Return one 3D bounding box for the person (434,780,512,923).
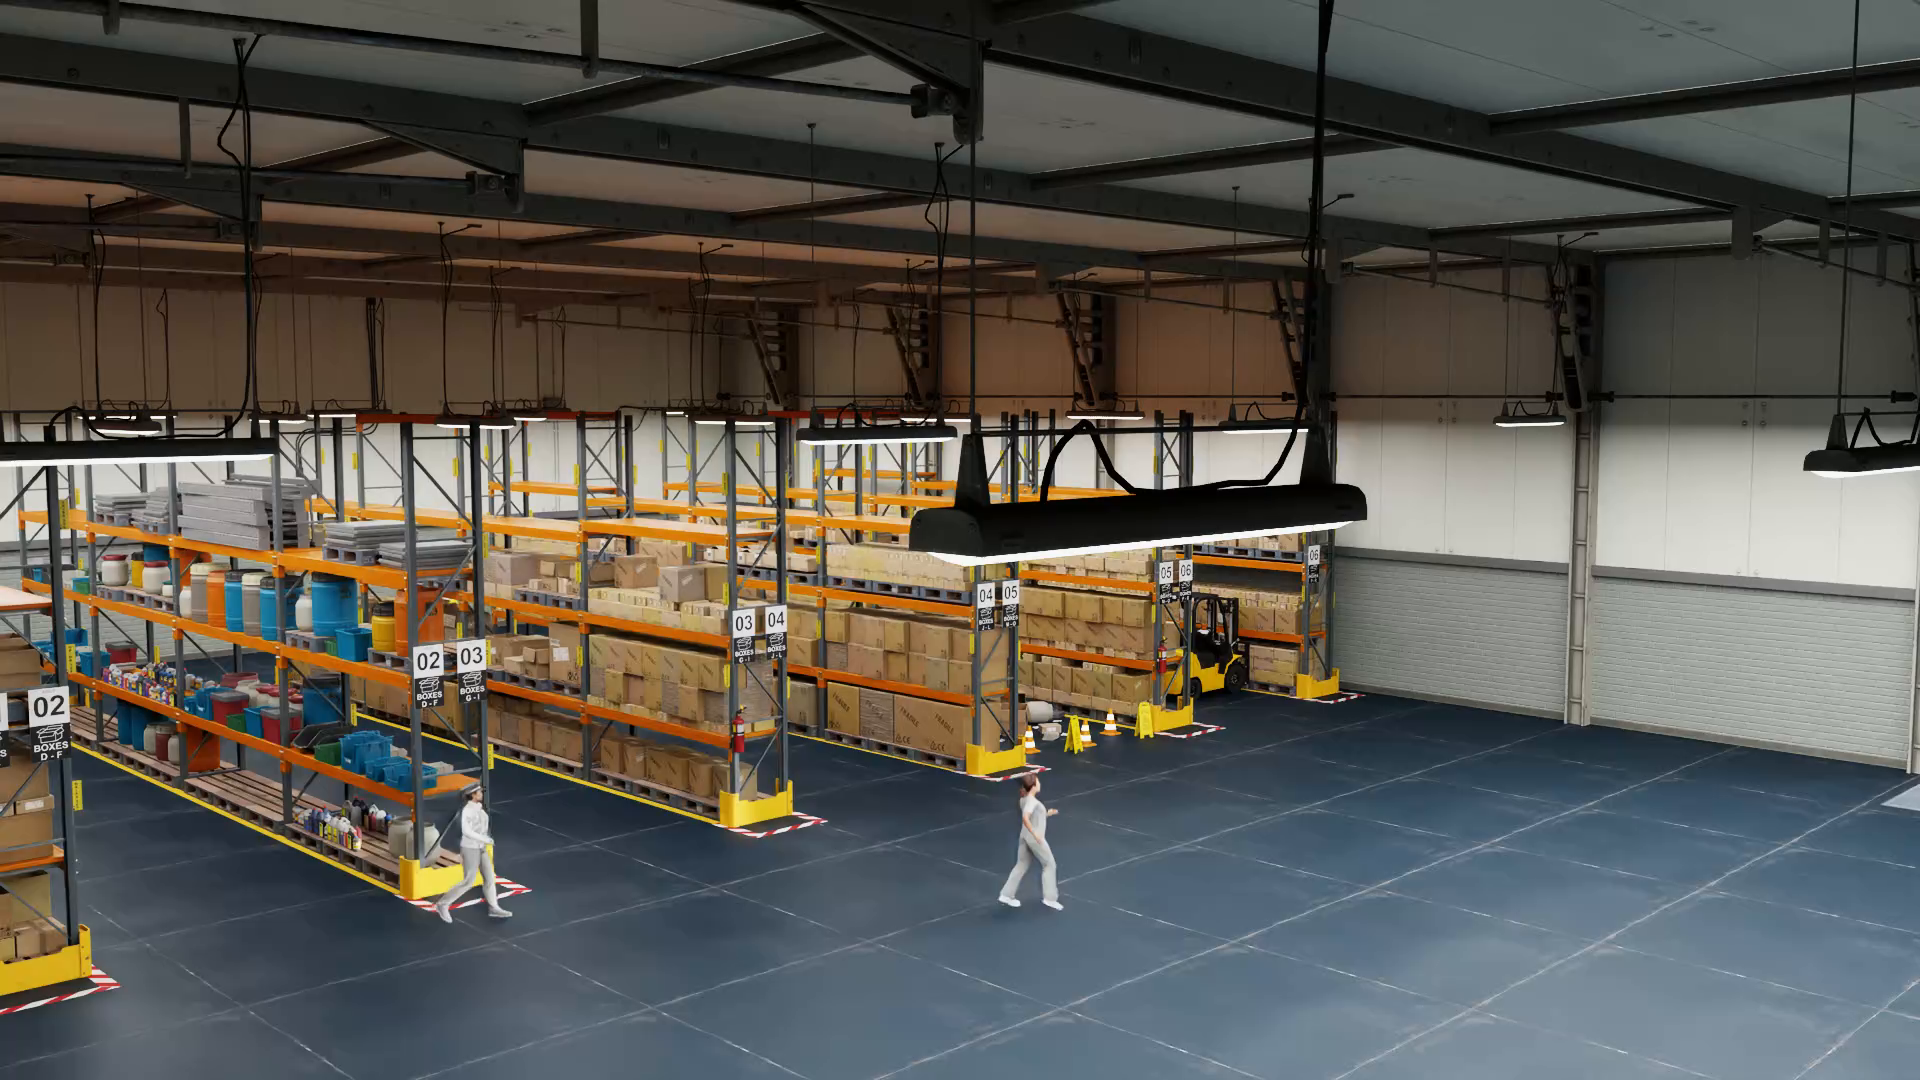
[{"bbox_3d":[-5.892,3.732,20.082,0.894,1.667,0.652,-1,5,-15],"label":"person"}]

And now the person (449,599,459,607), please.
[{"bbox_3d":[-11.652,2.191,38.001,0.783,1.714,0.629,-2,5,-23],"label":"person"}]

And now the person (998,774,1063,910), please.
[{"bbox_3d":[0.870,3.716,20.367,0.830,1.715,0.541,-2,5,-25],"label":"person"}]

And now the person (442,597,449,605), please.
[{"bbox_3d":[-12.084,2.144,38.521,0.794,1.706,0.565,0,5,2],"label":"person"}]
